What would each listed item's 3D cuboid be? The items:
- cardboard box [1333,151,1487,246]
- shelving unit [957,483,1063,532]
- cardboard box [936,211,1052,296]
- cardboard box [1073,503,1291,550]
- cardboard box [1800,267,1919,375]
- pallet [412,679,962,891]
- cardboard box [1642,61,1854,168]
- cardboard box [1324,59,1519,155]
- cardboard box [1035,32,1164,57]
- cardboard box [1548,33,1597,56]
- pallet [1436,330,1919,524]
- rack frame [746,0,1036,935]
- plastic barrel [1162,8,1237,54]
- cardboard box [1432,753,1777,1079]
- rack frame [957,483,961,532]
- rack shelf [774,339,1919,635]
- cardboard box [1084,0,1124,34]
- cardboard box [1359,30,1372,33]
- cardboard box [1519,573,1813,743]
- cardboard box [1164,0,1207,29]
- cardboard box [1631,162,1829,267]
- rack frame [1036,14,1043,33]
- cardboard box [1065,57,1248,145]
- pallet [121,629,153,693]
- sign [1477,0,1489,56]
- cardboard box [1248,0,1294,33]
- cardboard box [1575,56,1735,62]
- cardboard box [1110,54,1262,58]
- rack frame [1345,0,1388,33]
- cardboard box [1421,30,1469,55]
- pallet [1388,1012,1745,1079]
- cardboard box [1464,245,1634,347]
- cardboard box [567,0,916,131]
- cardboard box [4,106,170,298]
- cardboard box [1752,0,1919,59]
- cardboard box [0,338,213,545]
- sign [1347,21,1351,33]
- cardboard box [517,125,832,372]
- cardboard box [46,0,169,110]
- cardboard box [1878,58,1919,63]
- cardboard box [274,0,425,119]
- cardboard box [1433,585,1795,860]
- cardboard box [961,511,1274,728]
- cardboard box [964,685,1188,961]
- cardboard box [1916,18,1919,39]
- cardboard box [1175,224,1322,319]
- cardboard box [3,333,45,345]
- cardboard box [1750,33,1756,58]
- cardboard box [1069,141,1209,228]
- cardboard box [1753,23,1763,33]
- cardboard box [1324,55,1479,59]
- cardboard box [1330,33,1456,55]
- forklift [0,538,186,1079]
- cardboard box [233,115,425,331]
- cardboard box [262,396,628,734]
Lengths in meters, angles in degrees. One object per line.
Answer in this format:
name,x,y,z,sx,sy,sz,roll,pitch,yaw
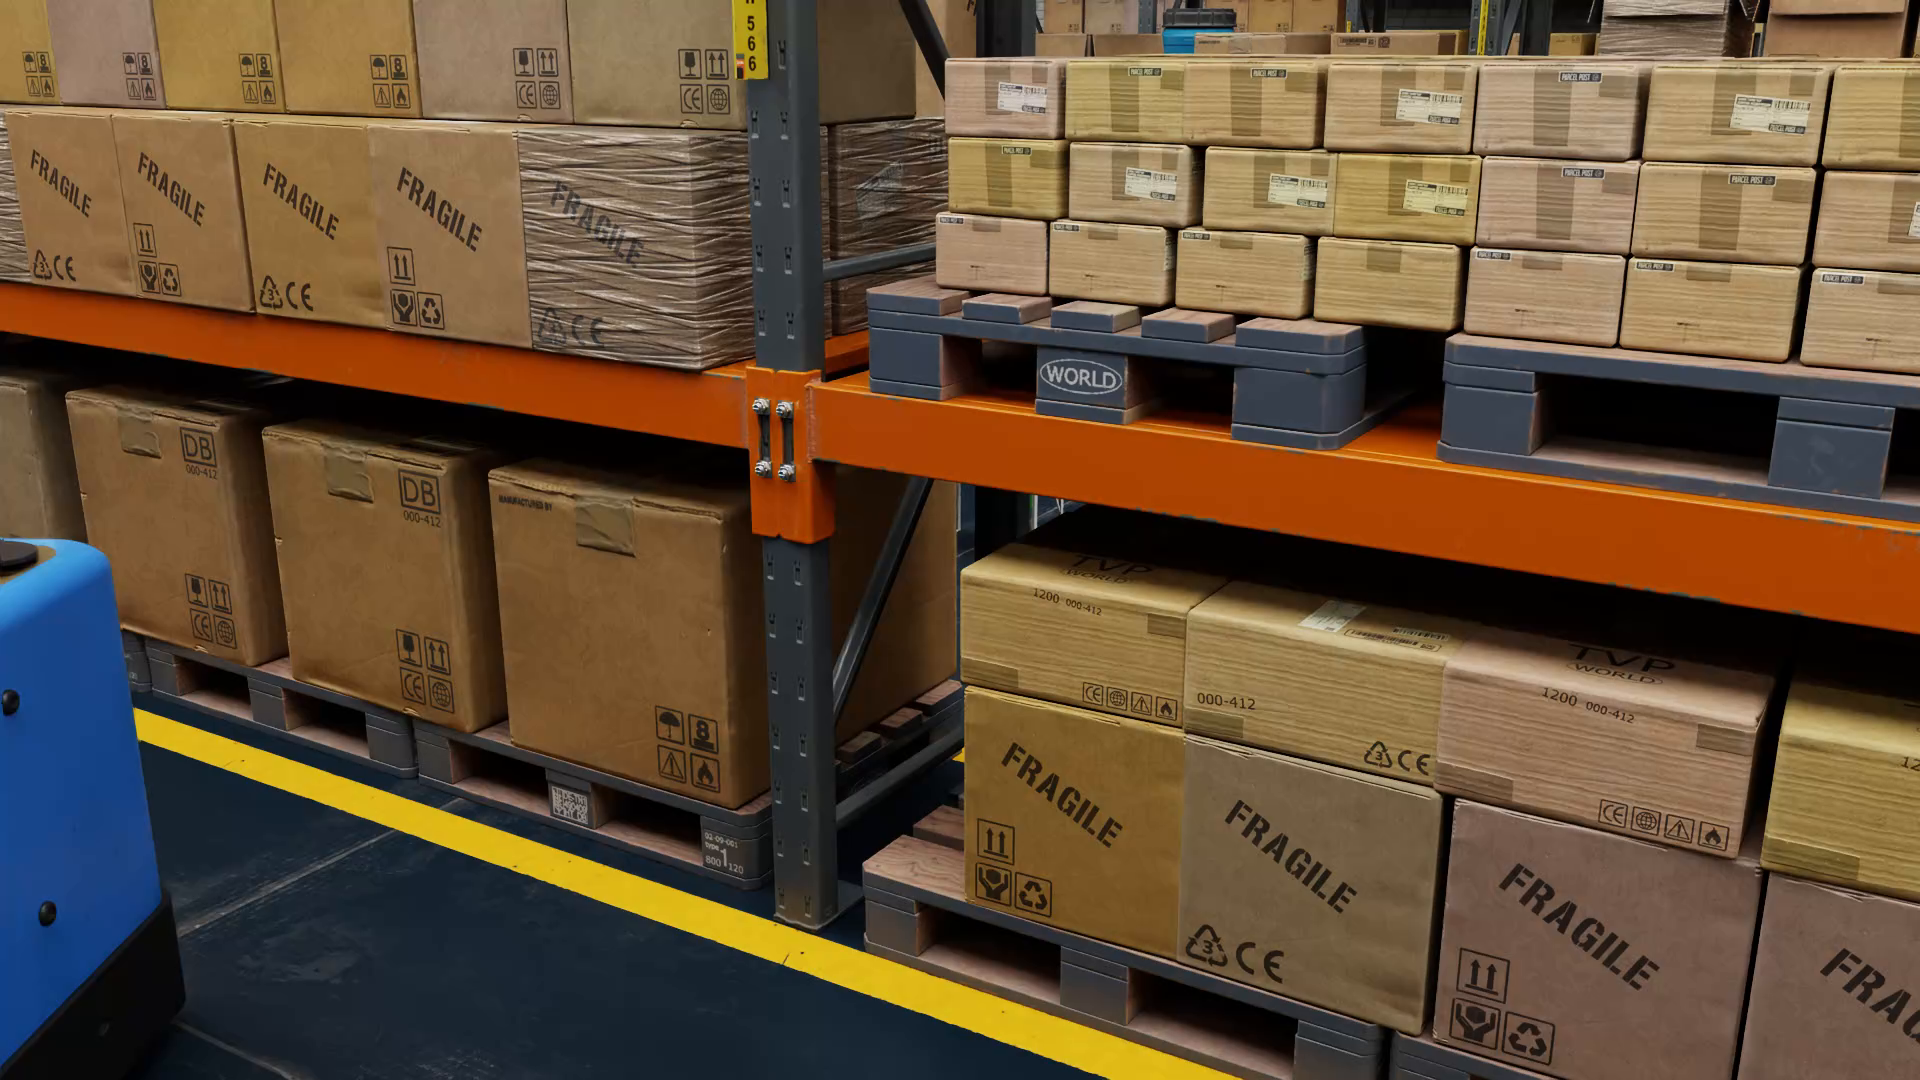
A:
cardboard box,0.860,-0.632,2.998,0.250,0.149,0.380,10,20,30
shelving unit,0.141,-0.549,6.624,0.503,1.200,0.258,10,20,30
cardboard box,0.152,-0.613,3.450,0.250,0.149,0.380,10,19,29
cardboard box,0.596,0.025,3.927,0.500,0.250,0.500,10,19,29
cardboard box,1.504,-0.372,2.656,0.250,0.149,0.380,9,19,28
pallet,-0.756,0.545,4.724,1.213,0.211,1.003,10,20,30
cardboard box,1.290,-0.698,2.705,0.250,0.149,0.380,11,20,32
cardboard box,0.831,-0.779,2.970,0.250,0.149,0.380,9,19,28
cardboard box,0.675,-2.482,8.990,0.637,0.503,0.797,13,21,36
cardboard box,7.815,-6.238,21.328,0.500,0.500,0.700,13,21,36
pallet,1.585,-0.268,2.933,1.213,0.211,1.003,10,20,30
rack frame,-0.123,-0.651,3.863,0.127,3.000,1.000,10,20,30
plastic barrel,1.913,-3.805,13.384,0.708,0.901,0.600,10,20,30
cardboard box,1.216,0.668,3.101,0.500,0.500,0.500,10,19,29
rack frame,-0.067,-0.586,6.746,0.015,1.200,0.240,10,20,30
rack shelf,1.581,-0.002,2.966,4.000,0.370,1.077,10,20,30
cardboard box,1.816,-6.041,19.205,0.500,0.500,0.700,10,19,29
cardboard box,5.510,-6.598,22.376,0.500,0.500,0.500,9,19,28
cardboard box,1.457,0.180,3.416,0.500,0.250,0.500,11,20,31
cardboard box,2.673,-5.889,18.702,0.500,0.500,0.700,10,20,30
cardboard box,1.281,-0.555,2.745,0.250,0.149,0.380,10,20,30
rack frame,0.929,-5.534,19.937,0.127,3.000,1.000,10,20,30
cardboard box,0.399,-0.858,3.230,0.250,0.149,0.380,10,19,29
pallet,-2.835,0.174,5.946,1.213,0.211,1.003,10,20,30
sign,2.282,-2.244,7.252,0.005,0.325,0.100,10,20,30
cardboard box,3.525,-5.736,18.200,0.500,0.500,0.700,10,20,30
cardboard box,1.402,-0.899,3.365,0.250,0.149,0.380,10,20,30
cardboard box,0.534,-1.055,3.880,0.250,0.149,0.380,9,19,28
rack frame,4.337,-4.925,17.934,0.127,3.000,1.000,10,20,30
cardboard box,6.362,-6.445,21.870,0.500,0.500,0.500,10,20,30
pallet,1.577,0.989,3.264,1.213,0.211,1.003,10,20,30
cardboard box,1.070,-0.451,2.915,0.250,0.149,0.380,11,20,32
cardboard box,-0.501,-1.248,3.936,0.500,0.500,0.700,10,20,30
cardboard box,-2.369,-1.007,4.864,0.500,0.500,0.500,10,20,30
cardboard box,3.727,-2.177,6.988,0.637,0.503,0.797,11,20,31
cardboard box,-2.956,-0.312,5.894,0.750,0.750,1.050,10,20,30
sign,4.048,-5.240,17.344,0.005,0.325,0.100,10,20,30
cardboard box,-0.648,-0.701,3.855,0.500,0.500,0.500,10,20,30
cardboard box,-2.236,-1.557,4.953,0.500,0.500,0.700,10,20,31
cardboard box,1.856,-0.818,3.100,0.250,0.149,0.380,11,20,32
cardboard box,-1.371,-1.402,4.443,0.500,0.500,0.700,10,19,29
cardboard box,1.185,0.306,3.001,0.500,0.250,0.500,10,20,30
cardboard box,0.337,0.150,3.513,0.500,0.250,0.500,9,19,28
cardboard box,0.346,0.515,3.603,0.500,0.500,0.500,9,19,28
cardboard box,11.046,-5.888,19.096,0.500,0.250,0.500,10,19,29
cardboard box,0.611,-0.532,3.180,0.250,0.149,0.380,11,20,33
cardboard box,-4.031,-0.556,6.485,0.875,0.875,0.875,10,20,31
cardboard box,9.439,-5.950,20.379,0.500,0.500,0.700,8,19,25
cardboard box,0.416,-0.710,3.255,0.250,0.149,0.380,11,20,33
cardboard box,9.744,-6.203,20.097,0.250,0.149,0.380,7,18,21
cardboard box,0.970,-0.977,3.621,0.250,0.149,0.380,11,20,32
cardboard box,2.077,-2.185,8.018,0.500,0.500,0.500,8,18,23
forklift,-3.136,-0.254,2.675,3.031,2.935,1.130,1,17,2
cardboard box,-1.498,-0.853,4.356,0.500,0.500,0.500,10,19,29
cardboard box,-1.342,-0.022,4.942,0.750,0.750,1.050,10,20,31
